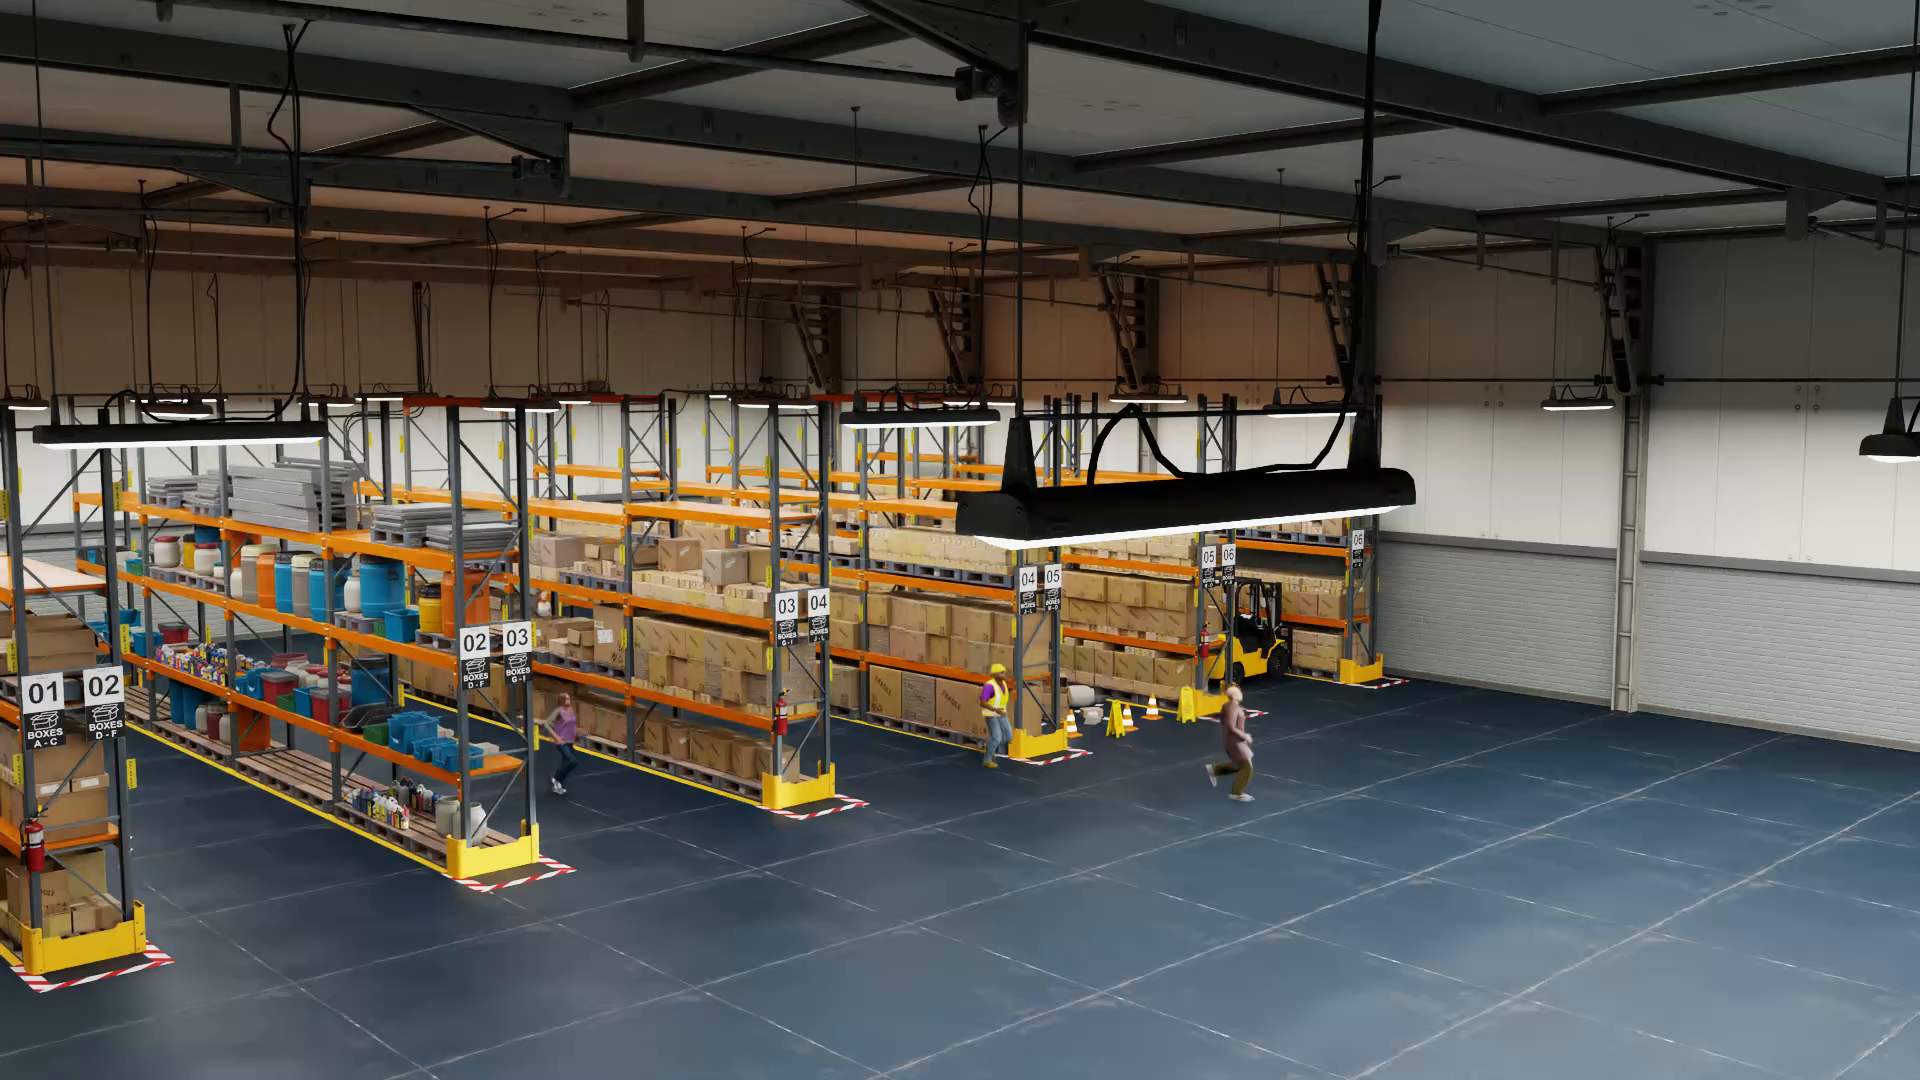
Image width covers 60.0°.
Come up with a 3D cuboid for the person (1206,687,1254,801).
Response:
[{"bbox_3d":[4.073,3.166,25.034,0.709,1.534,0.741,0,6,-2],"label":"person"}]

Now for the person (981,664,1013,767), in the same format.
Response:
[{"bbox_3d":[0.608,2.857,27.121,0.624,1.713,0.701,4,7,35],"label":"person"}]

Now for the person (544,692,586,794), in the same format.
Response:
[{"bbox_3d":[-6.001,3.094,25.315,0.601,1.559,0.513,2,6,20],"label":"person"}]

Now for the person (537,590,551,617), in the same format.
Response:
[{"bbox_3d":[-9.171,1.933,36.616,0.553,1.682,0.907,-5,7,-42],"label":"person"}]
